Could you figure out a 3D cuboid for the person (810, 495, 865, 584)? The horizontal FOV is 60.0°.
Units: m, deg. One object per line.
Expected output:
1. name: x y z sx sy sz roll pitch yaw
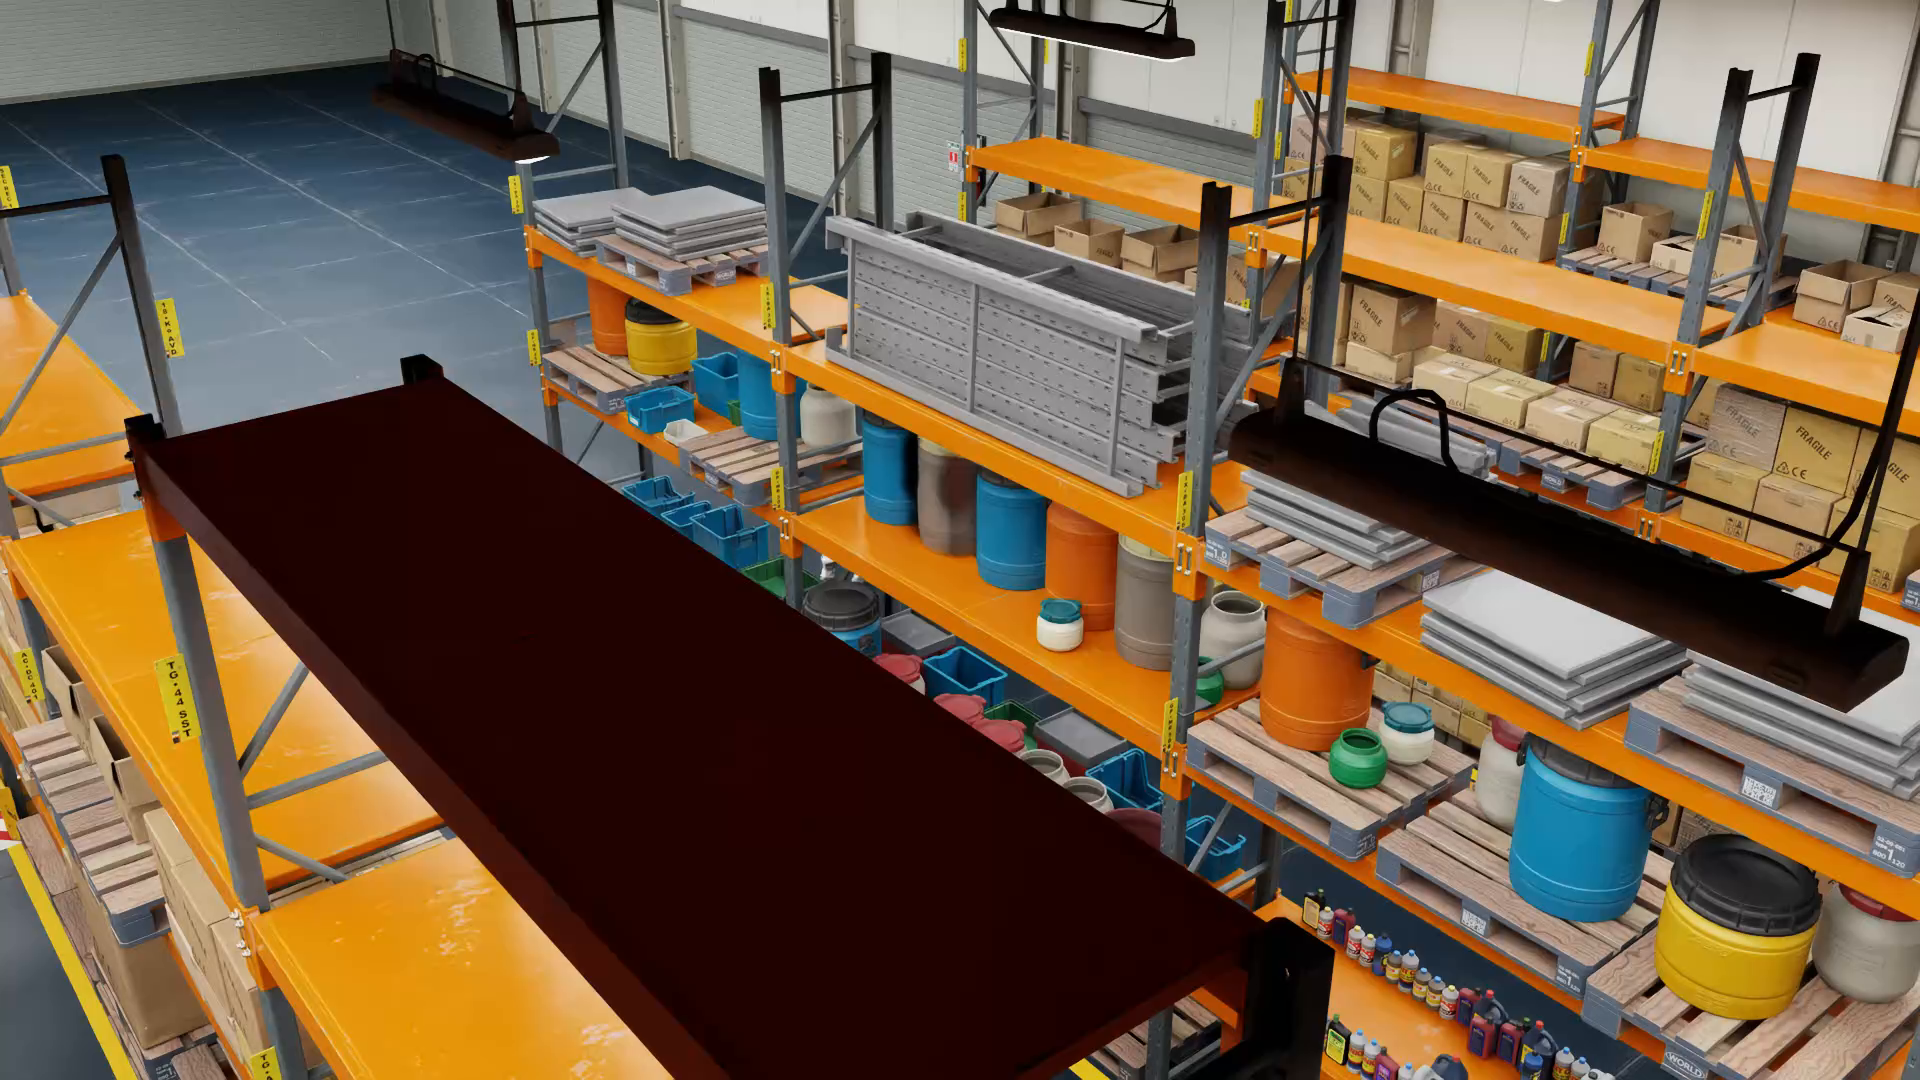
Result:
1. person: -1.274 -0.338 16.928 0.625 1.791 0.521 23 34 39
